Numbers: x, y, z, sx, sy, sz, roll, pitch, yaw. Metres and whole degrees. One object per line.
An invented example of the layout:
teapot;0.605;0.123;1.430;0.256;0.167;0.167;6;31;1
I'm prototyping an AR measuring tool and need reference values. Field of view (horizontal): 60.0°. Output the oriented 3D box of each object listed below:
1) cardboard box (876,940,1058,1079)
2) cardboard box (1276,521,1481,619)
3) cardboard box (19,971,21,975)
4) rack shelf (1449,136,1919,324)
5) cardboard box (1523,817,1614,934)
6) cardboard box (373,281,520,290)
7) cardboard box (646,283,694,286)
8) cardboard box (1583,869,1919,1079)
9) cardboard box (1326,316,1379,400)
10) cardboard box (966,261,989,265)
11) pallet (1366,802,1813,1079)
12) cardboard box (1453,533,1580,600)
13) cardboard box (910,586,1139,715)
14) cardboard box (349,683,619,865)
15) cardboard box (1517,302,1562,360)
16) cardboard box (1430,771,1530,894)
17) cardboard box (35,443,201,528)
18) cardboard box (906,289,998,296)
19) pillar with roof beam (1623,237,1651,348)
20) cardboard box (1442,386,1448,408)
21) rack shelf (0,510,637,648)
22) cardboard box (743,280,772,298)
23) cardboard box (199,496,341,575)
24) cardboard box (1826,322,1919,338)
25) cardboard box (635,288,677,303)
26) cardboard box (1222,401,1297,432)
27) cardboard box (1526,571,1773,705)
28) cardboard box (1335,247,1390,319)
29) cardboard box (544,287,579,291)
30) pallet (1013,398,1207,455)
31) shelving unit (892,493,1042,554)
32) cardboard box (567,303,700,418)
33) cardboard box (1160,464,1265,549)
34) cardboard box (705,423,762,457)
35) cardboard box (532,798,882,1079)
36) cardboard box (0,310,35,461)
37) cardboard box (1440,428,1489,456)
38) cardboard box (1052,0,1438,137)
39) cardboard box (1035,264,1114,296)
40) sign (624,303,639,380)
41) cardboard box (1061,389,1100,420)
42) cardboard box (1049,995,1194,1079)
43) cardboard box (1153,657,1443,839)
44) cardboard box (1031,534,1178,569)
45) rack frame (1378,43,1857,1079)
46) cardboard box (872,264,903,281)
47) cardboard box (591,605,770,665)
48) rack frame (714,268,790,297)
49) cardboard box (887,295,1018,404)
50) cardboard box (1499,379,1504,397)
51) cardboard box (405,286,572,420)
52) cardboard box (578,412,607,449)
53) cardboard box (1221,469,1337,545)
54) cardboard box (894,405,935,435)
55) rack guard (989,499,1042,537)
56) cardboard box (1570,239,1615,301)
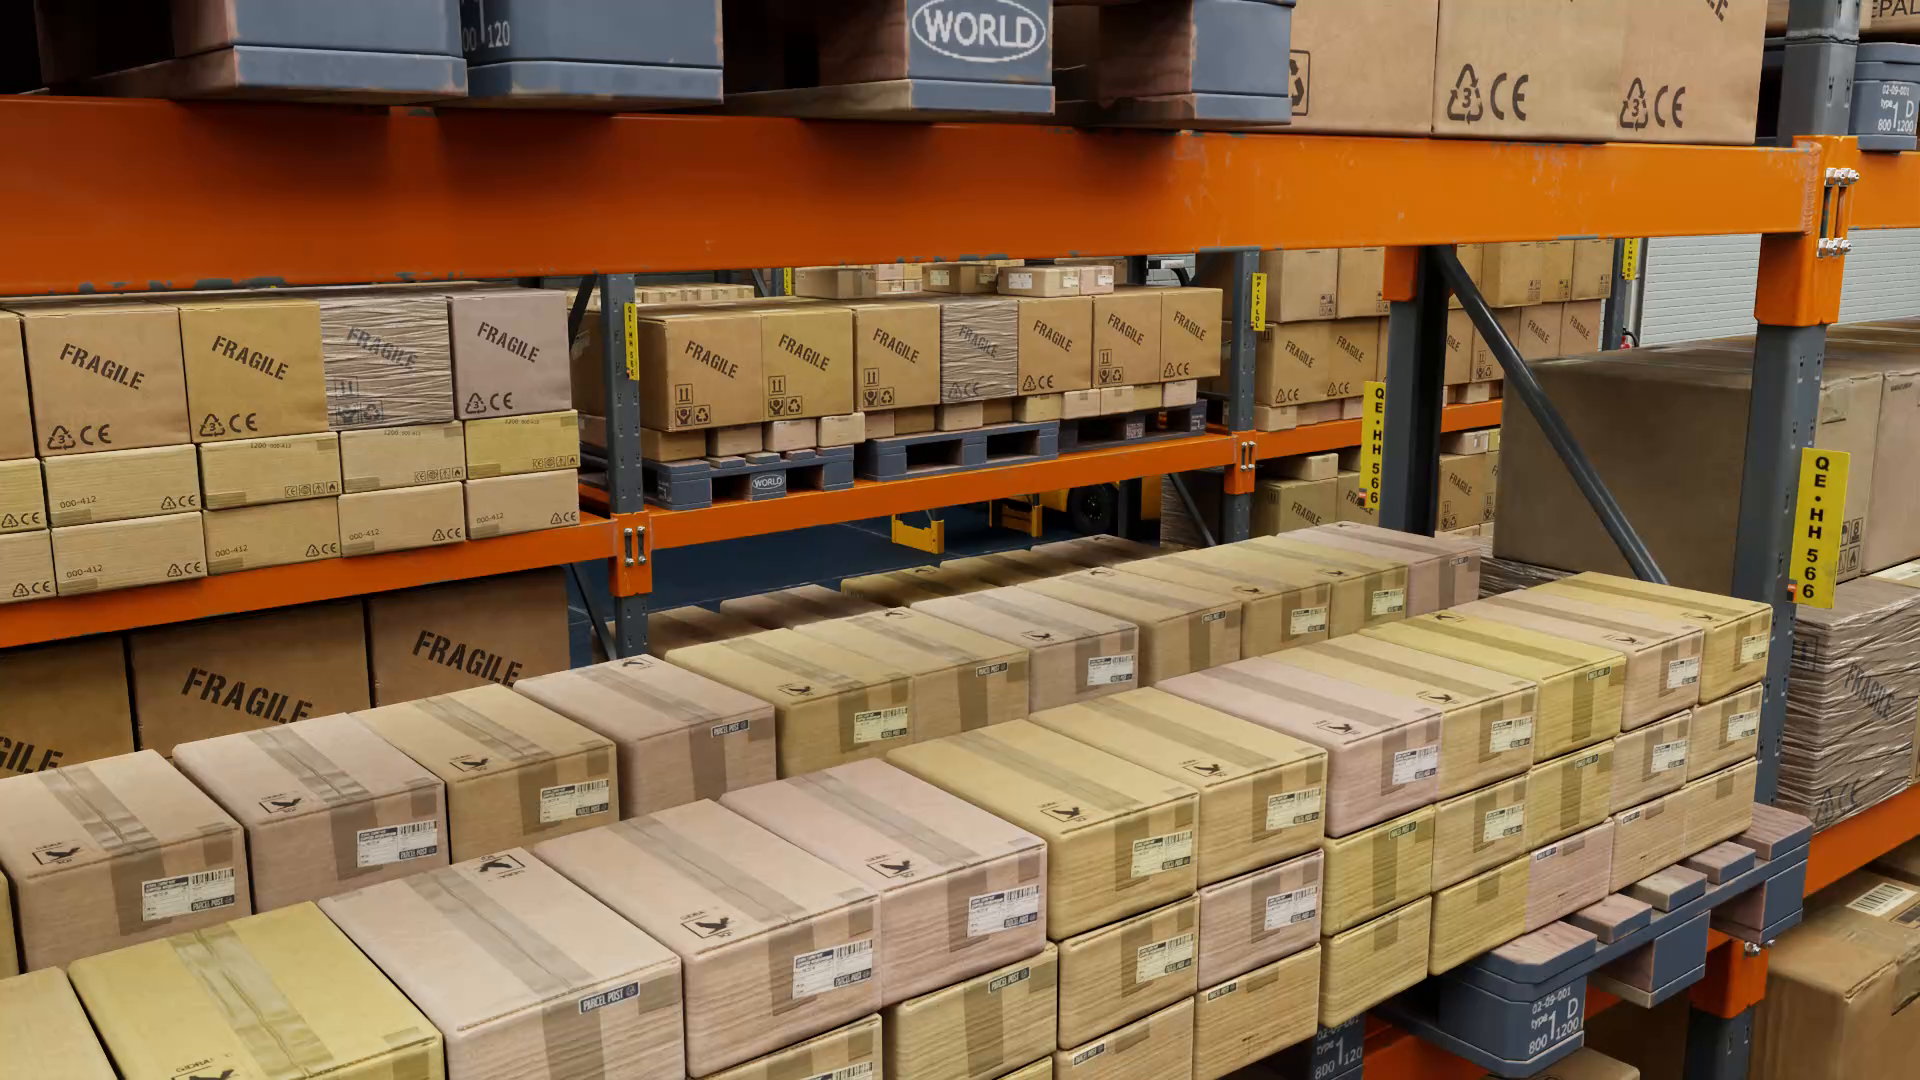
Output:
cardboard box;-0.091;0.560;2.146;0.250;0.149;0.380;-10;15;-39
cardboard box;0.930;0.073;3.727;0.250;0.149;0.380;-9;15;-38
cardboard box;-1.120;0.558;2.156;0.250;0.149;0.380;-9;15;-35
rack shelf;2.977;-0.958;4.929;4.000;0.370;1.077;-9;15;-38
cardboard box;0.922;0.538;2.966;0.250;0.149;0.380;-9;15;-37
cardboard box;-2.293;-0.886;7.434;0.500;0.500;0.500;-10;16;-40
cardboard box;-2.387;-2.026;13.644;0.250;0.149;0.380;-10;16;-40
cardboard box;1.947;1.248;4.437;0.750;0.750;1.050;-10;15;-38
cardboard box;2.263;-1.167;10.446;0.500;0.500;0.500;-10;15;-38
cardboard box;0.045;-2.447;14.910;0.250;0.149;0.380;-9;15;-37
pallet;0.926;0.621;3.447;1.003;0.211;1.213;-9;15;-38
cardboard box;1.600;0.266;4.414;0.500;0.500;0.500;-9;15;-38
cardboard box;0.114;0.208;3.089;0.250;0.149;0.380;-9;15;-35
cardboard box;-0.705;0.345;2.444;0.250;0.149;0.380;-10;16;-39
cardboard box;3.846;-1.426;11.666;0.500;0.500;0.500;-9;15;-38
cardboard box;0.708;0.429;2.766;0.250;0.149;0.380;-9;15;-38
cardboard box;-3.165;-0.236;6.174;0.500;0.250;0.500;-10;16;-39
cardboard box;0.037;-1.150;9.357;0.500;0.500;0.500;-10;15;-38
pillar with roof beam;12.340;-6.065;20.025;0.400;9.000;9.100;-9;15;-38
cardboard box;2.998;-0.959;11.031;0.250;0.149;0.380;-10;15;-38
rack shelf;-3.317;0.239;6.515;4.000;0.370;1.077;-9;15;-38
cardboard box;-1.645;-2.146;14.211;0.250;0.149;0.380;-10;15;-38
cardboard box;-2.781;-0.060;6.551;0.500;0.250;0.500;-10;15;-38
cardboard box;2.965;-0.377;5.034;0.500;0.500;0.700;-10;15;-38
cardboard box;-2.401;-1.867;12.897;0.250;0.149;0.380;-10;16;-39
cardboard box;1.814;-0.758;10.081;0.250;0.149;0.380;-10;15;-38
cardboard box;1.319;0.181;3.215;0.250;0.149;0.380;-10;16;-40
cardboard box;2.259;-1.660;10.361;0.500;0.500;0.700;-9;15;-37
cardboard box;-3.173;-1.895;13.029;0.250;0.149;0.380;-10;15;-38
pallet;0.680;-0.722;9.771;1.213;0.211;1.003;-9;15;-38
shelving unit;0.060;-0.744;13.020;1.083;1.500;0.587;-9;15;-38
cardboard box;-1.574;-0.877;8.068;0.500;0.500;0.500;-10;16;-39
cardboard box;1.662;-0.239;10.838;0.500;0.500;0.500;-10;15;-38
cardboard box;-1.144;-0.499;7.849;0.250;0.149;0.380;-11;16;-41
cardboard box;-0.301;0.451;1.947;0.250;0.149;0.380;-10;15;-38
cardboard box;-3.583;-0.537;5.790;0.500;0.500;0.500;-10;16;-39
cardboard box;3.379;-0.685;11.373;0.250;0.149;0.380;-9;15;-35
cardboard box;0.353;-0.853;2.461;0.500;0.500;0.500;-9;15;-38
cardboard box;0.619;-1.421;9.069;0.250;0.149;0.380;-10;16;-39
sign;-1.406;-0.850;7.121;0.005;0.325;0.100;-9;15;-38
cardboard box;0.546;-0.759;9.073;0.250;0.149;0.380;-9;15;-37
cardboard box;0.102;0.674;2.325;0.250;0.149;0.380;-10;16;-40
cardboard box;0.519;0.313;2.594;0.250;0.149;0.380;-9;15;-38
cardboard box;0.960;0.257;10.014;0.625;0.372;0.950;-9;15;-37
rack frame;1.416;0.417;3.944;0.127;3.000;1.000;-9;15;-38
cardboard box;-0.695;-2.301;14.226;0.250;0.149;0.380;-9;15;-36
cardboard box;-1.308;0.636;8.230;0.625;0.372;0.950;-11;16;-41
rack frame;-1.736;-1.696;13.896;0.127;3.000;1.000;-9;15;-38
cardboard box;-0.051;-0.996;8.629;0.500;0.500;0.500;-10;16;-40
cardboard box;3.809;-1.086;11.625;0.250;0.149;0.380;-9;15;-37
cardboard box;-1.996;-0.801;7.033;0.500;0.500;0.500;-10;16;-39
cardboard box;-1.647;-0.536;8.025;0.250;0.149;0.380;-9;15;-36
cardboard box;1.997;-0.152;10.426;0.500;0.500;0.500;-9;15;-35
cardboard box;-0.338;-0.646;8.543;0.250;0.149;0.380;-9;15;-35
rack guard;0.448;-0.197;13.454;0.087;0.250;0.587;-9;15;-38
cardboard box;4.229;-1.993;11.927;0.500;0.500;0.700;-10;16;-39
